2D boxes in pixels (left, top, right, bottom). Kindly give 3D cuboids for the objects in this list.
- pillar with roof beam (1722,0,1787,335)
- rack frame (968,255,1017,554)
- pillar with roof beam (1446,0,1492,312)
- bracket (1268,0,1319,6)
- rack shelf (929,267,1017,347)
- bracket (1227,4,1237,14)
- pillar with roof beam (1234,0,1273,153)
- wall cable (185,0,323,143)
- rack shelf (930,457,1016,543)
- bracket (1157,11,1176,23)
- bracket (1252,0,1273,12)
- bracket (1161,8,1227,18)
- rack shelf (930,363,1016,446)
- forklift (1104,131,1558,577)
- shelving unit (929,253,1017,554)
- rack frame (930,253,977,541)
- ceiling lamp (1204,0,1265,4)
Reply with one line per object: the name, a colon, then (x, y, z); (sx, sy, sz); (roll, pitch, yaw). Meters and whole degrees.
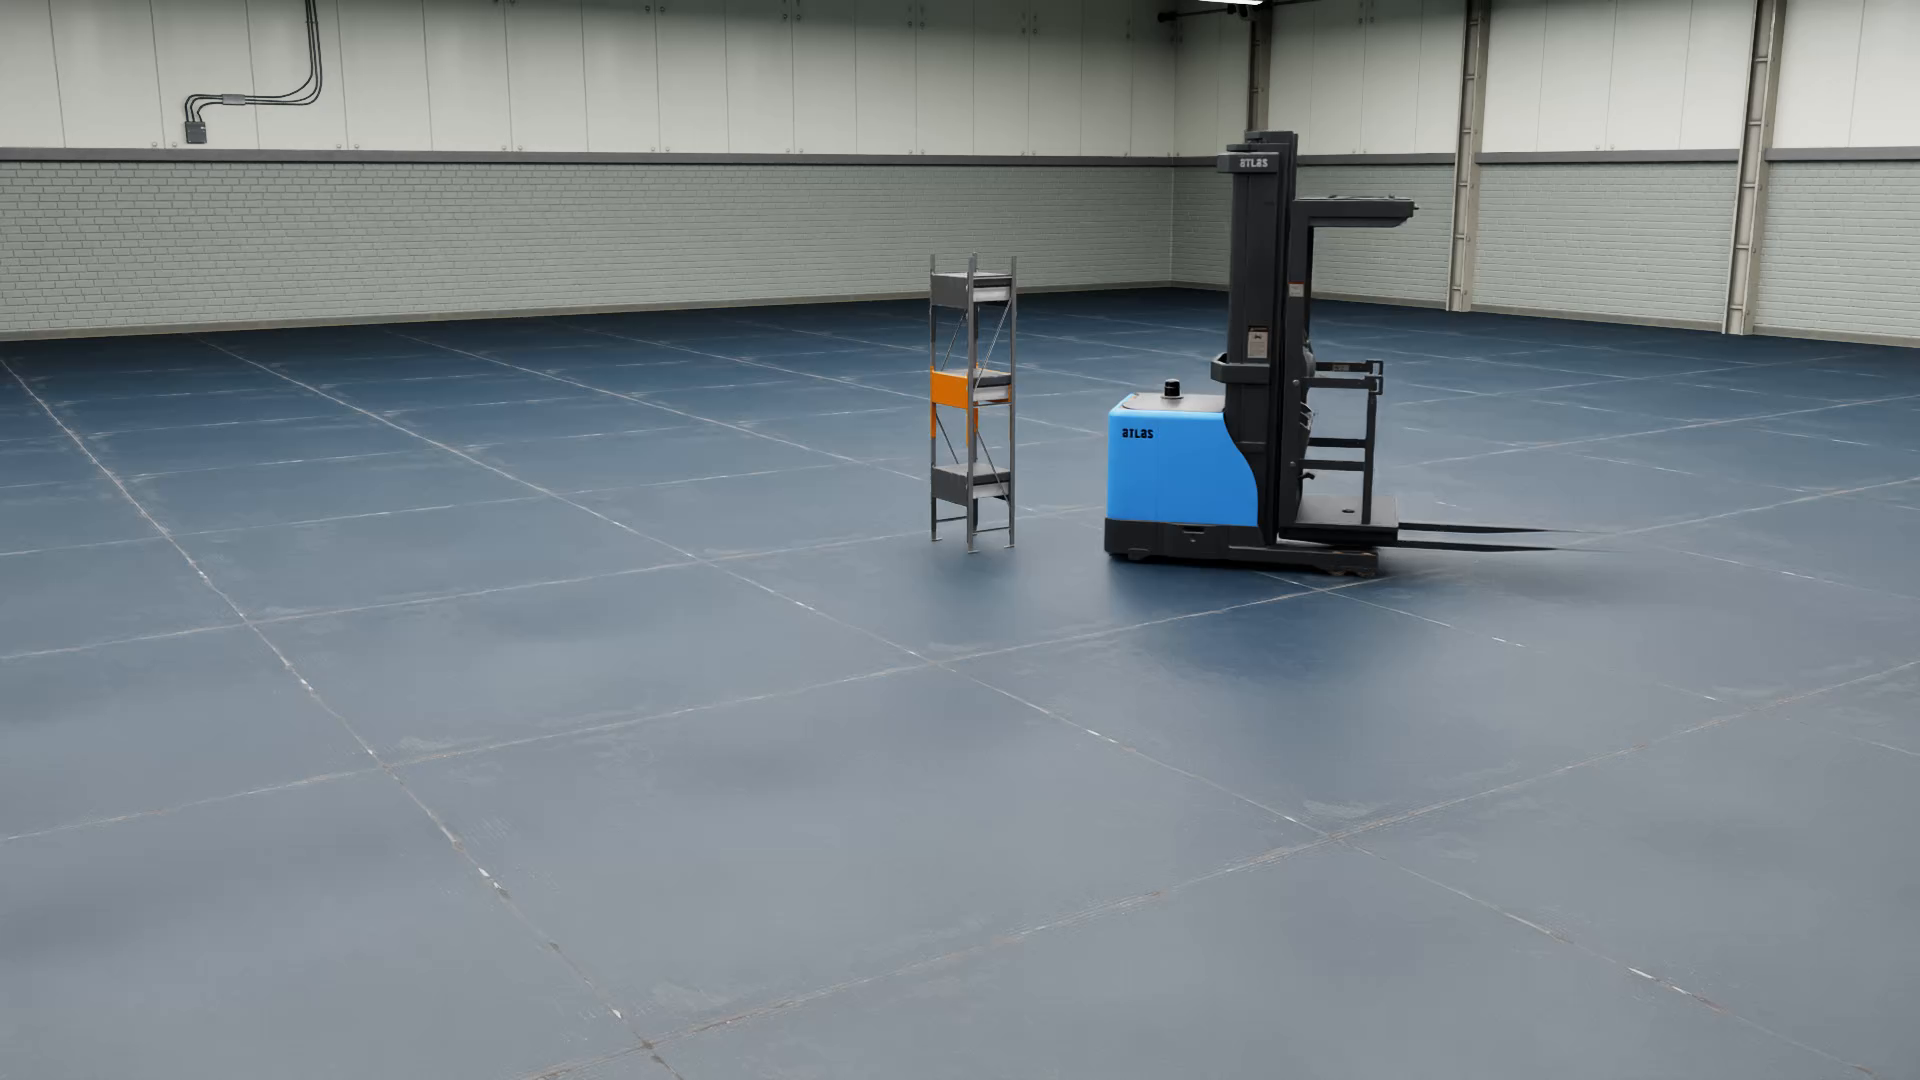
pillar with roof beam: (9.767, -7.428, 25.265); (9.100, 9.000, 0.400); (-8, 15, -33)
rack frame: (0.227, -0.953, 11.804); (0.400, 2.100, 0.015); (-8, 15, -33)
pillar with roof beam: (6.442, -8.495, 30.145); (9.100, 9.000, 0.400); (-8, 15, -33)
bracket: (8.064, -11.256, 34.345); (0.076, 0.066, 4.783); (-8, 15, -33)
rack shelf: (0.092, -1.667, 11.856); (0.431, 0.518, 0.480); (-8, 15, -33)
bracket: (6.176, -11.862, 37.115); (0.235, 0.232, 0.430); (-8, 15, -33)
pillar with roof beam: (3.118, -9.562, 35.024); (9.100, 9.000, 0.548); (-8, 15, -33)
wall cable: (-12.141, -9.806, 28.179); (2.305, 6.003, 0.169); (-8, 15, -33)
rack shelf: (0.092, -0.299, 12.155); (0.431, 0.518, 0.480); (-8, 15, -33)
bracket: (4.863, -12.284, 39.043); (0.235, 0.232, 0.430); (-8, 15, -33)
bracket: (6.636, -11.714, 36.440); (0.235, 0.232, 0.430); (-8, 15, -33)
bracket: (5.191, -12.178, 38.562); (0.076, 0.066, 3.189); (-8, 15, -33)
rack shelf: (0.092, -0.983, 12.006); (0.431, 0.518, 0.480); (-8, 15, -33)
forklift: (2.588, -1.305, 11.469); (3.031, 2.935, 1.130); (3, 13, 14)
shelving unit: (0.092, -0.996, 12.003); (0.431, 2.100, 0.503); (-8, 15, -33)
rack frame: (-0.043, -1.040, 12.201); (0.400, 2.100, 0.015); (-8, 15, -33)
ceiling lamp: (4.713, -11.649, 30.903); (2.000, 3.185, 0.800); (-8, 15, -33)
